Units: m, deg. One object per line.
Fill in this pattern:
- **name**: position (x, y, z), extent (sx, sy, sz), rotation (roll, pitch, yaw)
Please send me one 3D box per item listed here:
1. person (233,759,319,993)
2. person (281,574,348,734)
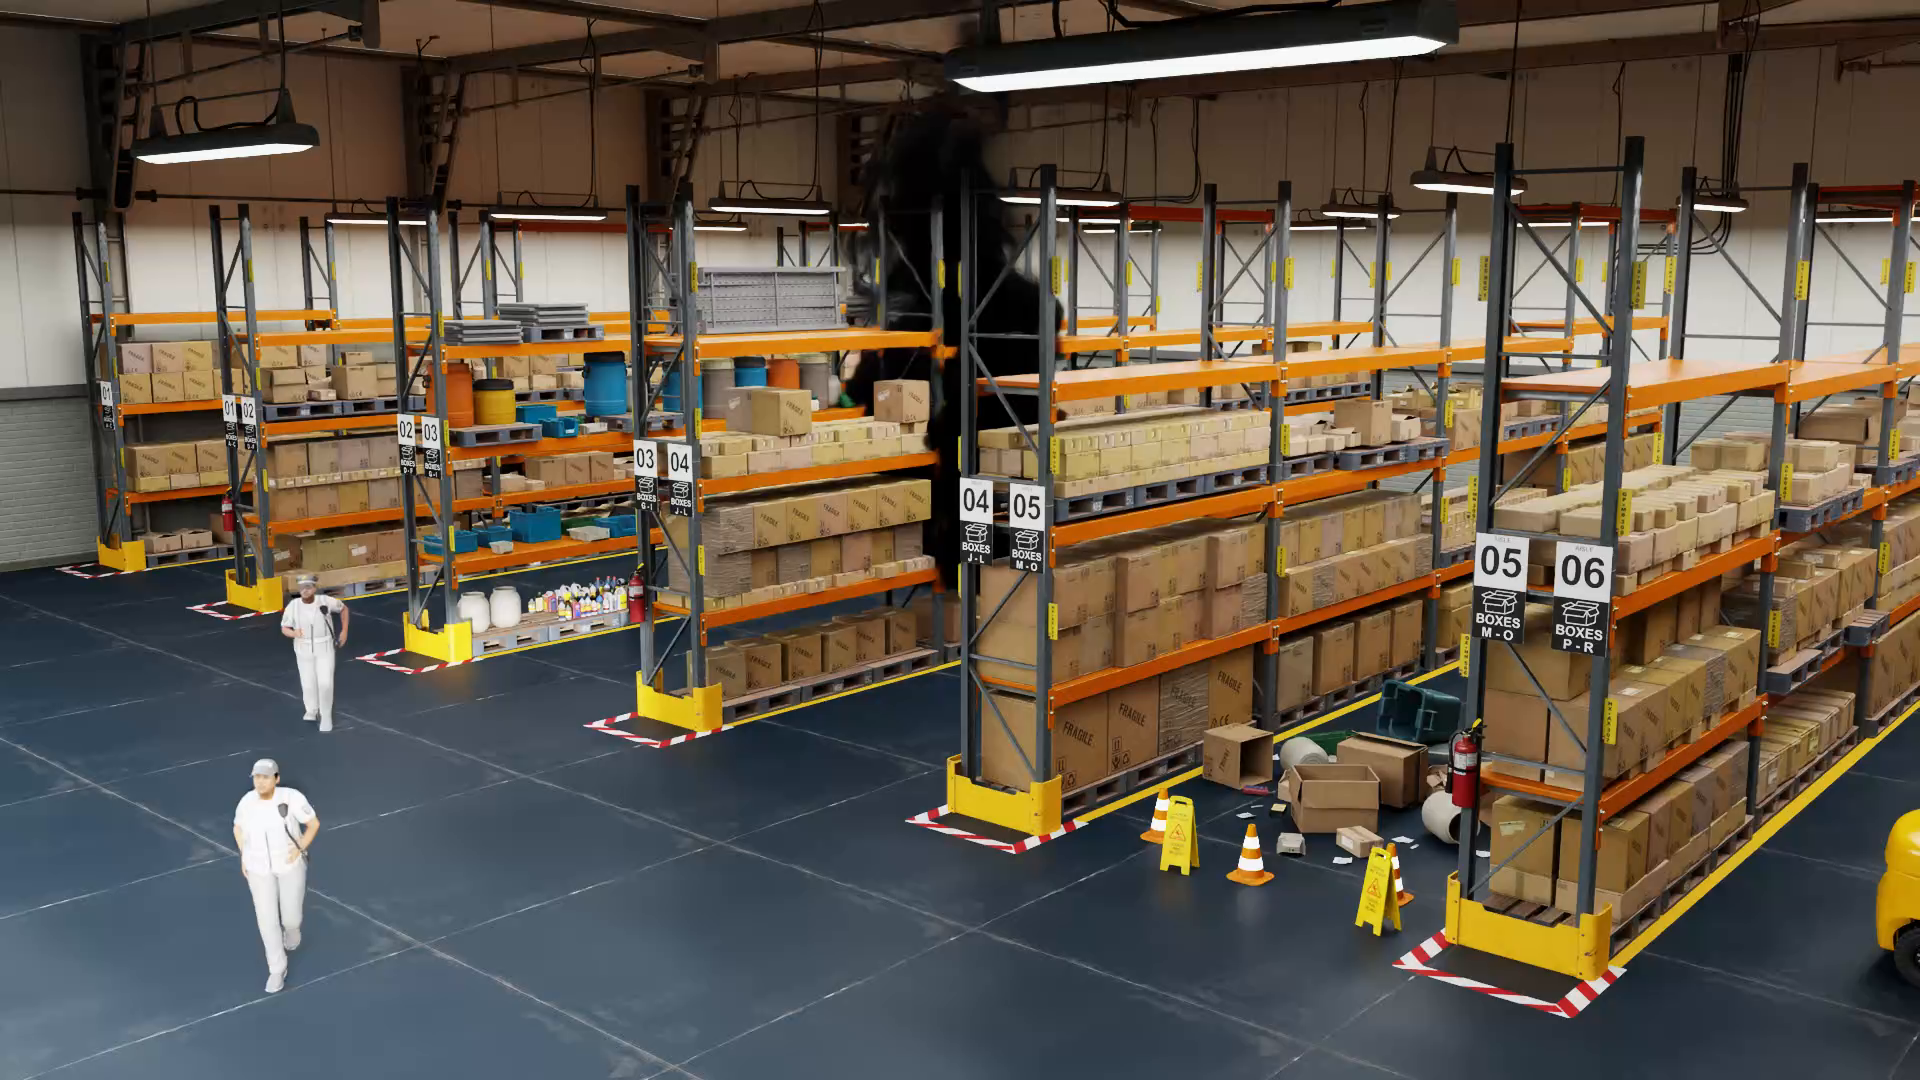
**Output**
- **person**: position (-4.983, 2.390, 12.122), extent (0.582, 1.646, 0.705), rotation (-2, 10, -13)
- **person**: position (-7.157, 1.247, 18.486), extent (0.674, 1.808, 0.896), rotation (-2, 10, -13)
